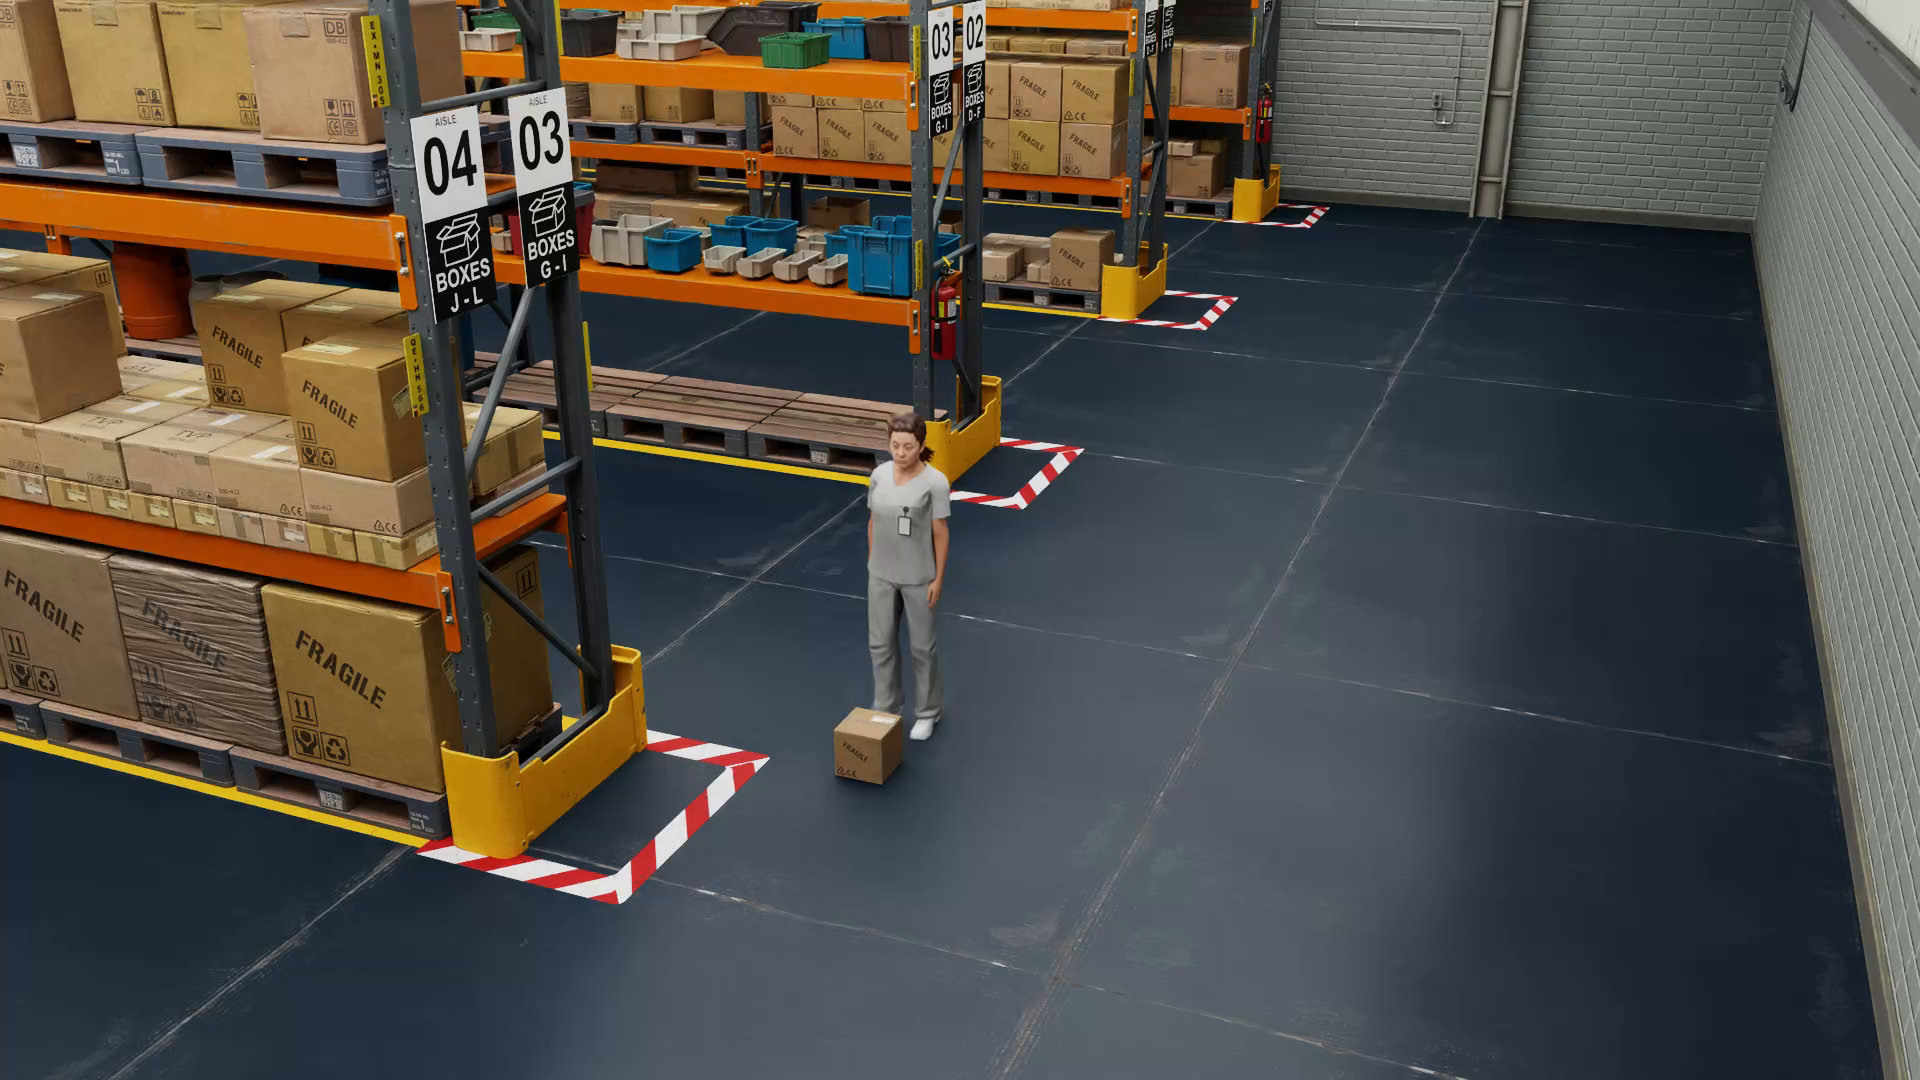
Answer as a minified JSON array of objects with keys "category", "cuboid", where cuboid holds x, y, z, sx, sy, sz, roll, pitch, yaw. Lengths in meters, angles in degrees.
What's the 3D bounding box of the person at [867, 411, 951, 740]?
[{"category":"person","cuboid":[-0.255,0.173,8.188,0.438,1.674,0.364,9,24,21]}]
